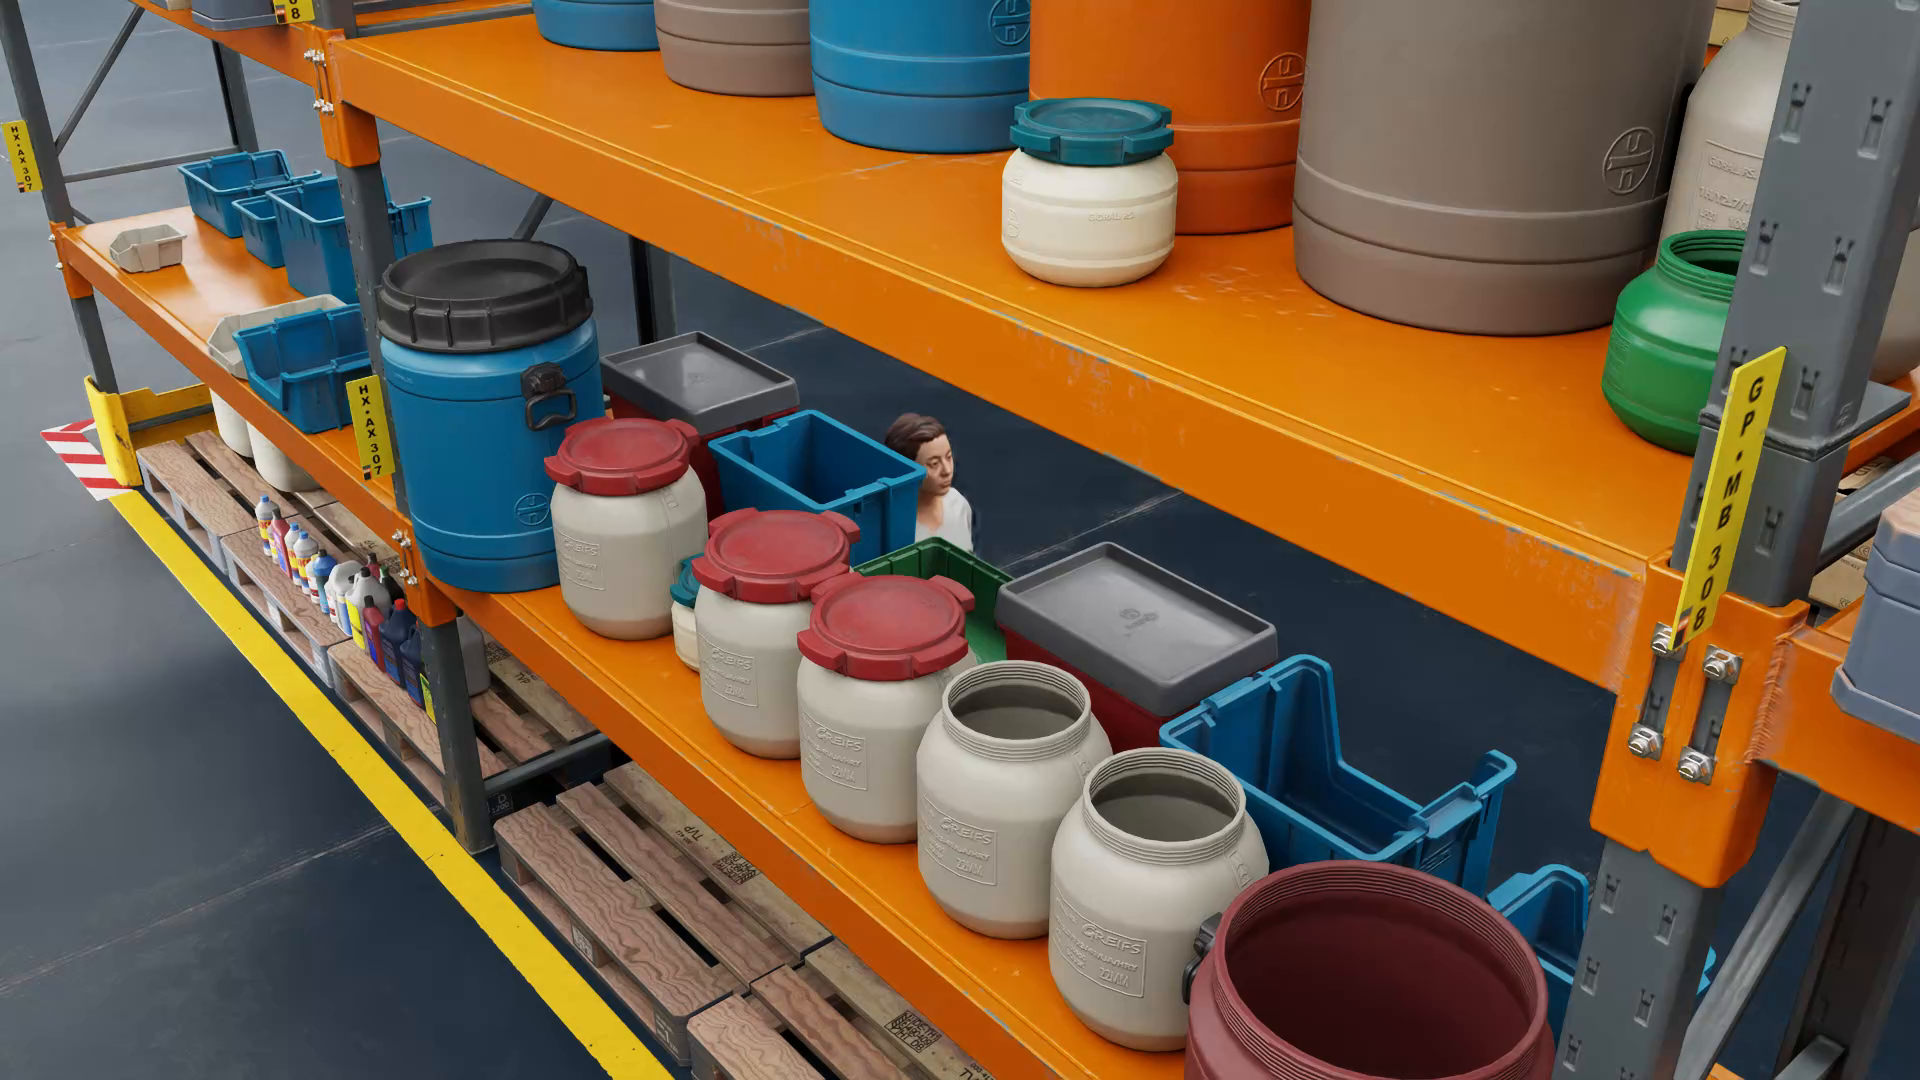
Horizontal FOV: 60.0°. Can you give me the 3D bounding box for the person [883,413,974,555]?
[{"bbox_3d":[-0.113,0.409,5.324,0.512,1.685,0.460,-22,35,-35],"label":"person"}]
